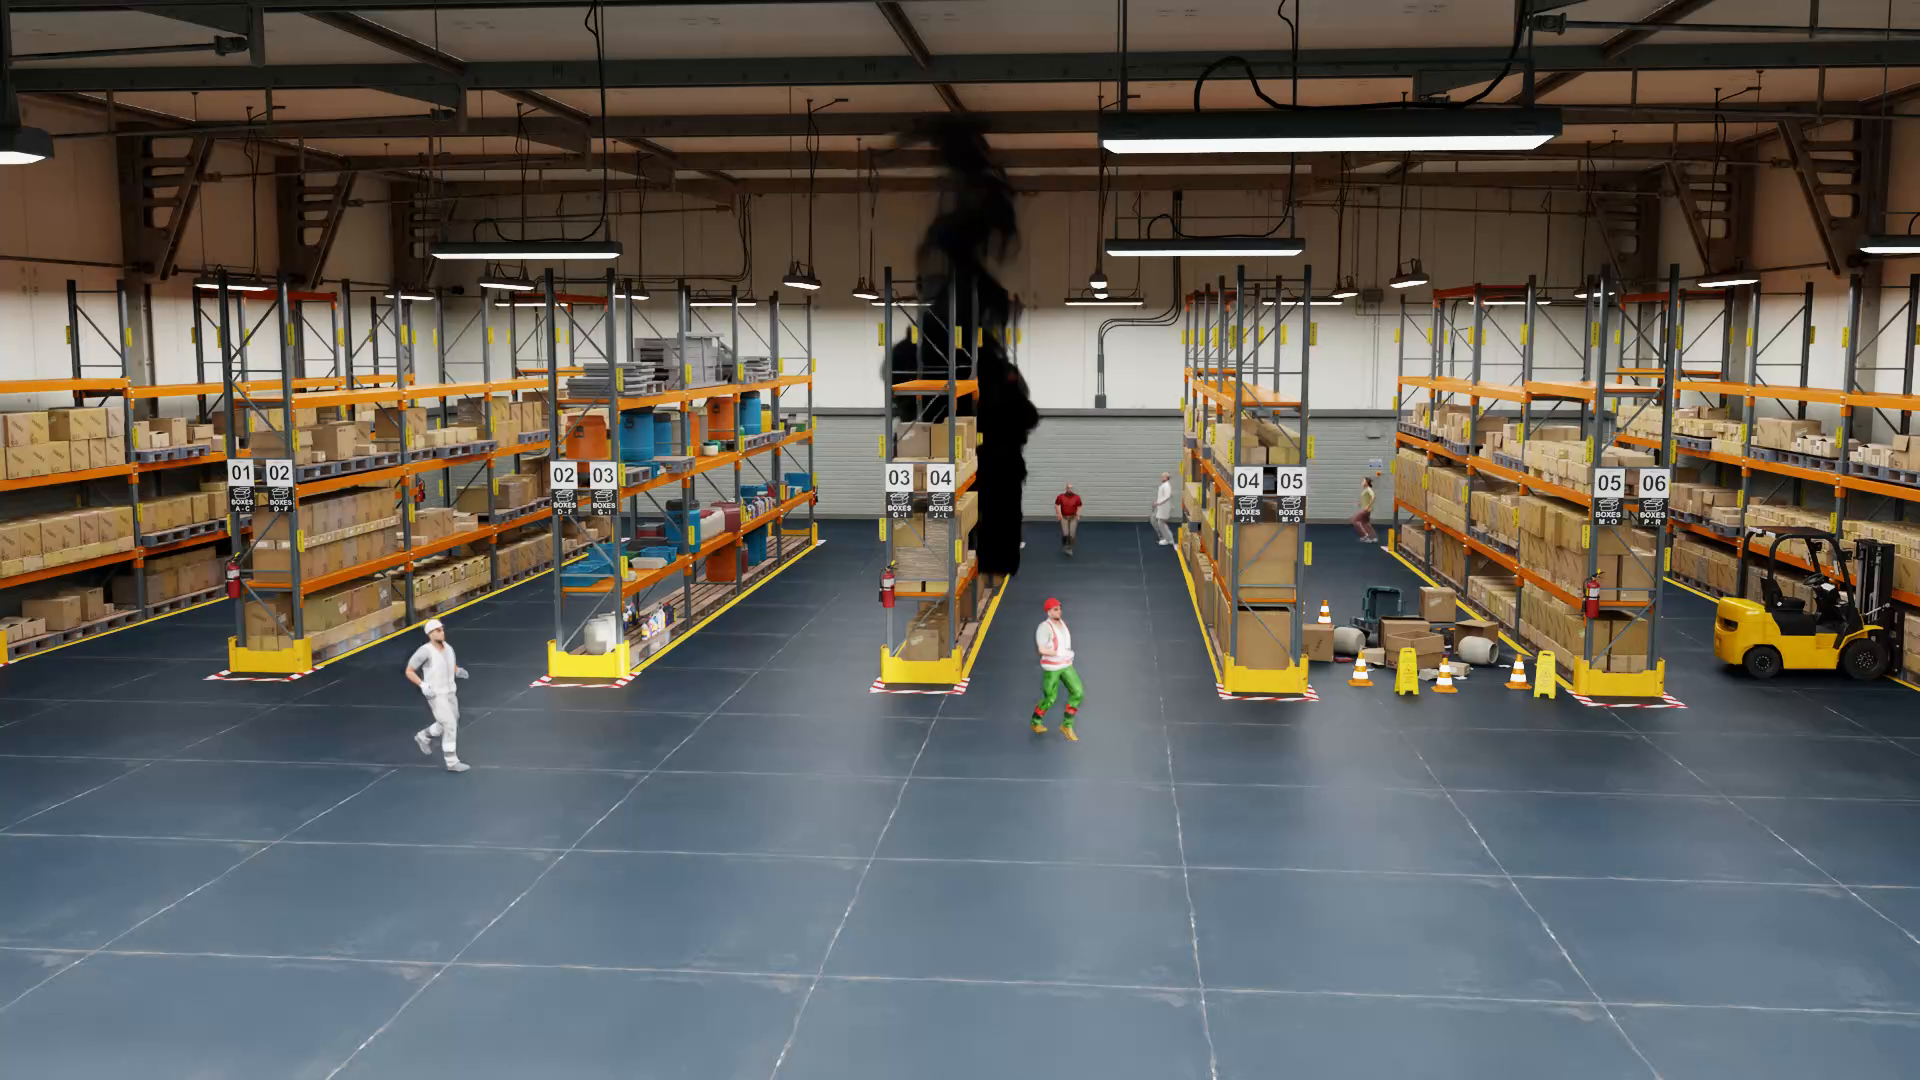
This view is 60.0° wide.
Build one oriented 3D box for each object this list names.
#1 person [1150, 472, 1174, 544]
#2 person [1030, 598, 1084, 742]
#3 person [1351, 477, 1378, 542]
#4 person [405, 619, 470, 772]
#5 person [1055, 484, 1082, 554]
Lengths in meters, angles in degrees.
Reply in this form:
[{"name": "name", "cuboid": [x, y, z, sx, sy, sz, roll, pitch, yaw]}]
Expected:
[{"name": "person", "cuboid": [4.929, -0.748, 40.416, 0.580, 1.800, 0.760, 0, 7, 1]}, {"name": "person", "cuboid": [1.212, 1.619, 20.796, 0.670, 1.812, 0.755, -6, 9, -42]}, {"name": "person", "cuboid": [9.871, -0.729, 40.529, 0.630, 1.631, 0.638, 2, 7, 16]}, {"name": "person", "cuboid": [-6.060, 1.794, 19.303, 0.868, 1.760, 0.668, 3, 8, 24]}, {"name": "person", "cuboid": [2.514, -0.478, 38.380, 0.632, 1.658, 0.644, 0, 7, -4]}]
